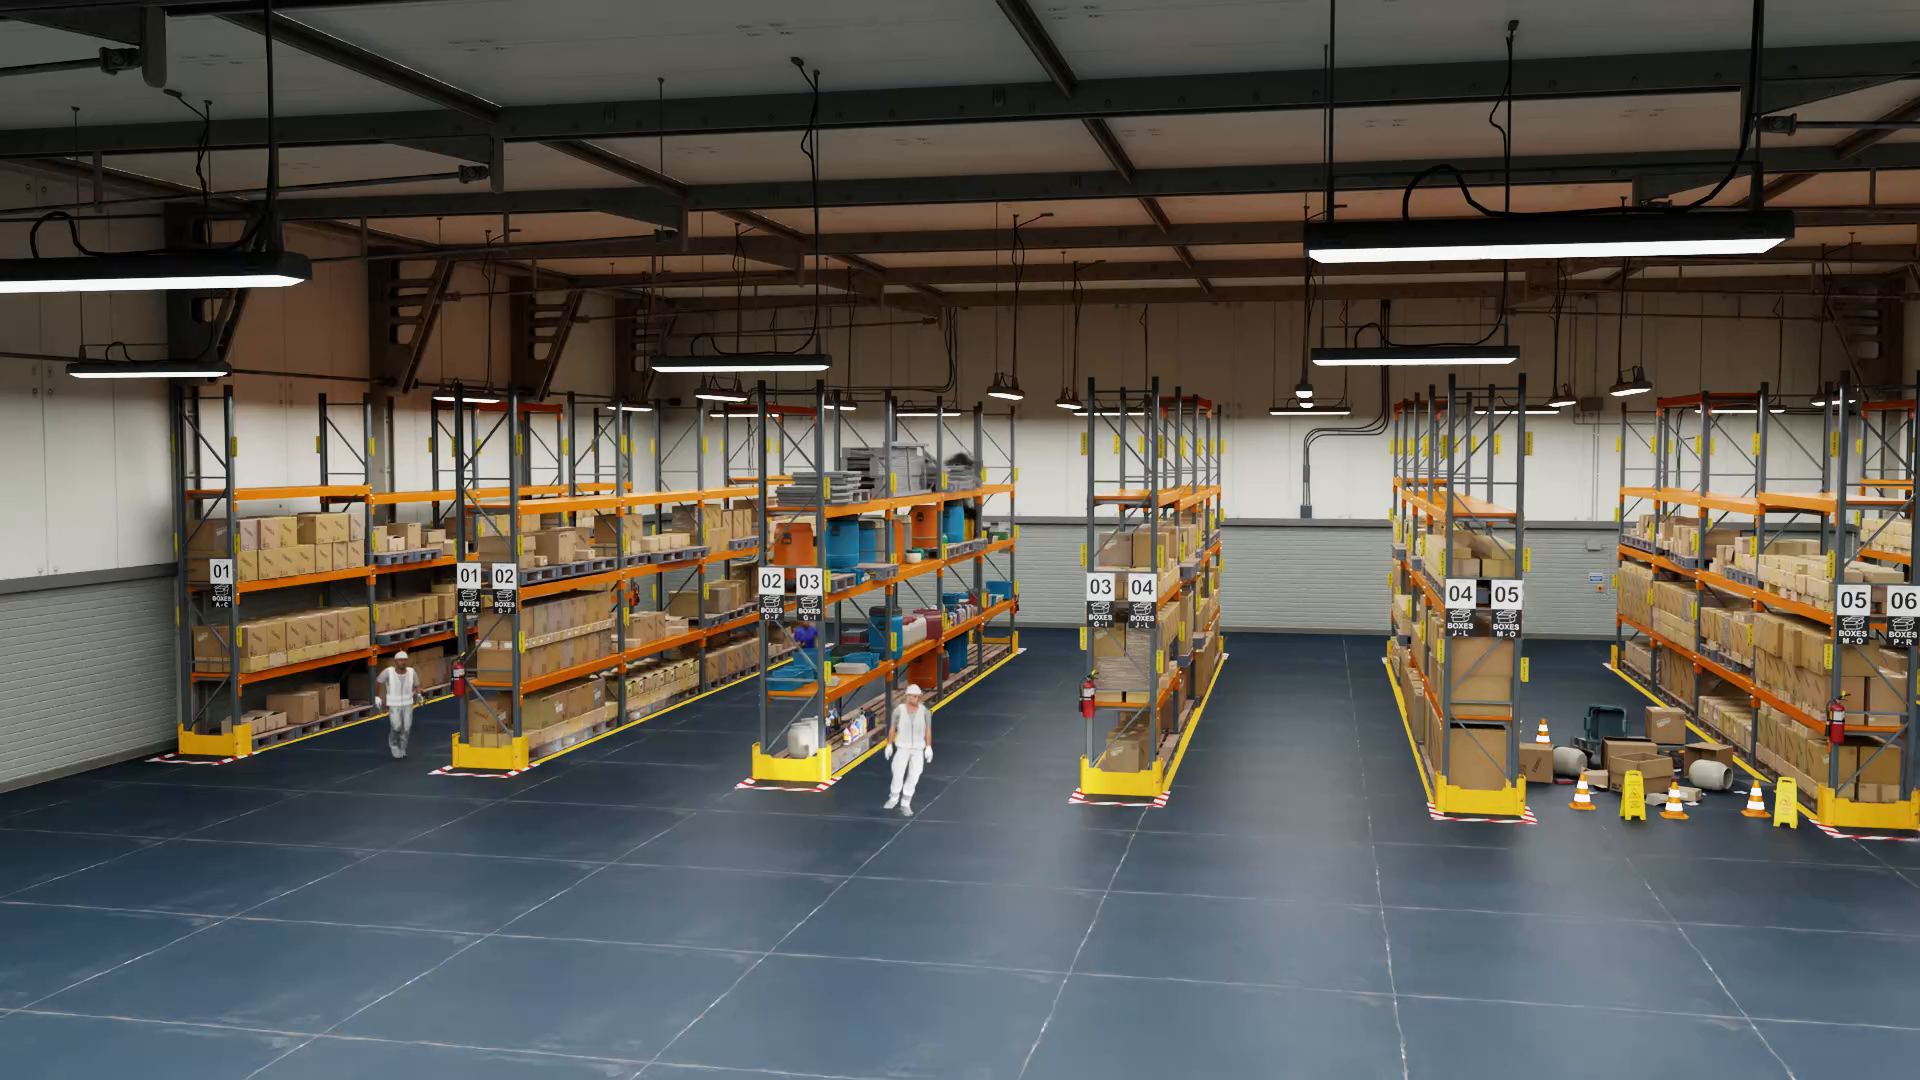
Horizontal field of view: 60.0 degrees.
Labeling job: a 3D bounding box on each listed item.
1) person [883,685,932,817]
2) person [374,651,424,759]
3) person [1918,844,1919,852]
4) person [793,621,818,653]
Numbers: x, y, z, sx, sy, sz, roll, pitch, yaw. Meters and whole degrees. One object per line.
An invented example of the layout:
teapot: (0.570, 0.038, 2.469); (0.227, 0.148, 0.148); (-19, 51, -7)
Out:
person: (-0.715, 2.848, 22.579); (0.648, 1.799, 0.468); (-1, 3, -16)
person: (-8.950, 2.639, 26.594); (0.672, 1.723, 0.717); (-2, 4, -35)
person: (12.038, 3.027, 20.017); (0.745, 1.700, 0.728); (0, 3, 2)
person: (-3.077, 2.325, 33.569); (0.575, 1.620, 0.955); (0, 3, -3)
